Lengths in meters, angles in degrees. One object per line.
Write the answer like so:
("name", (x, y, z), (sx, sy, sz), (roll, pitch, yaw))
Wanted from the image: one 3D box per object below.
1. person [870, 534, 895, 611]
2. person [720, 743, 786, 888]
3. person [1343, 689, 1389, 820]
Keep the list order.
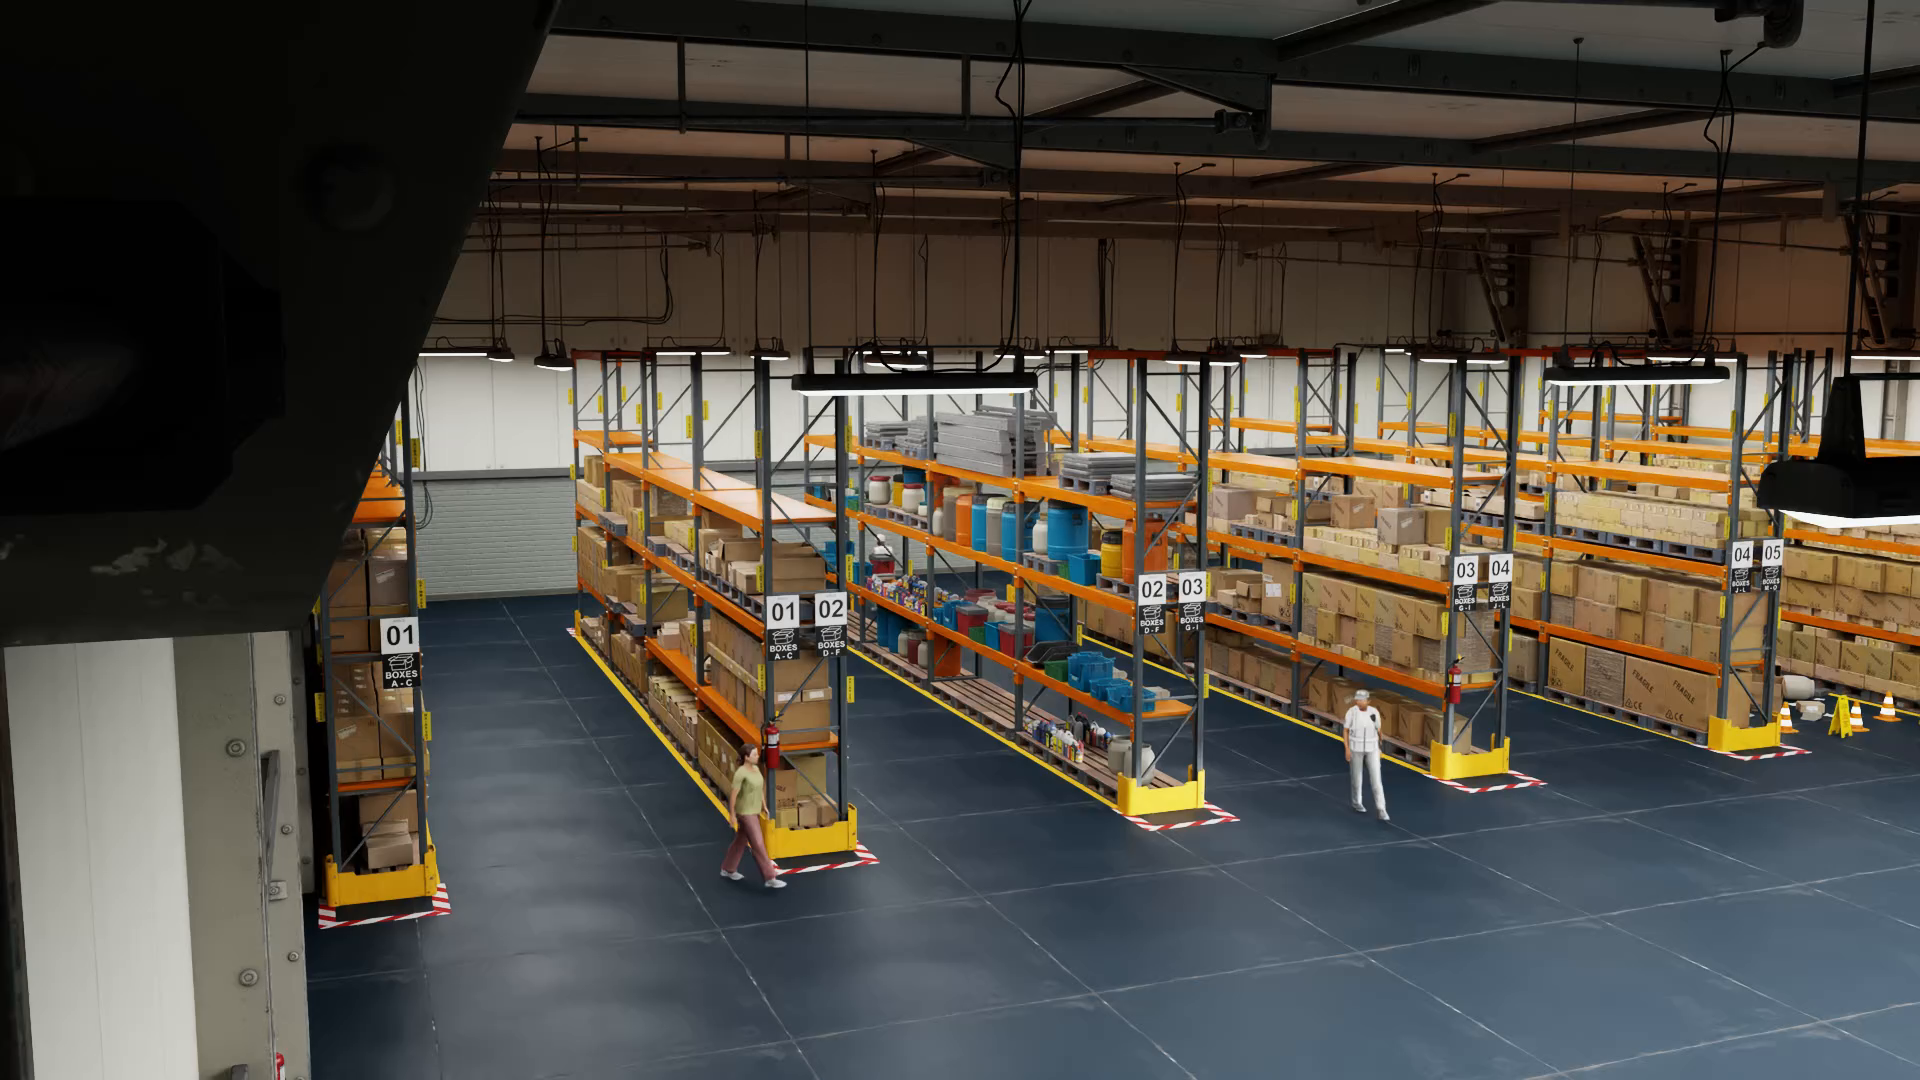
("person", (-1.761, 0.743, 37.881), (0.609, 1.788, 0.467), (-3, 8, -26))
("person", (-2.355, 3.145, 19.095), (0.949, 1.609, 0.507), (2, 7, 18))
("person", (5.333, 2.806, 21.847), (0.592, 1.662, 0.749), (1, 7, 10))
